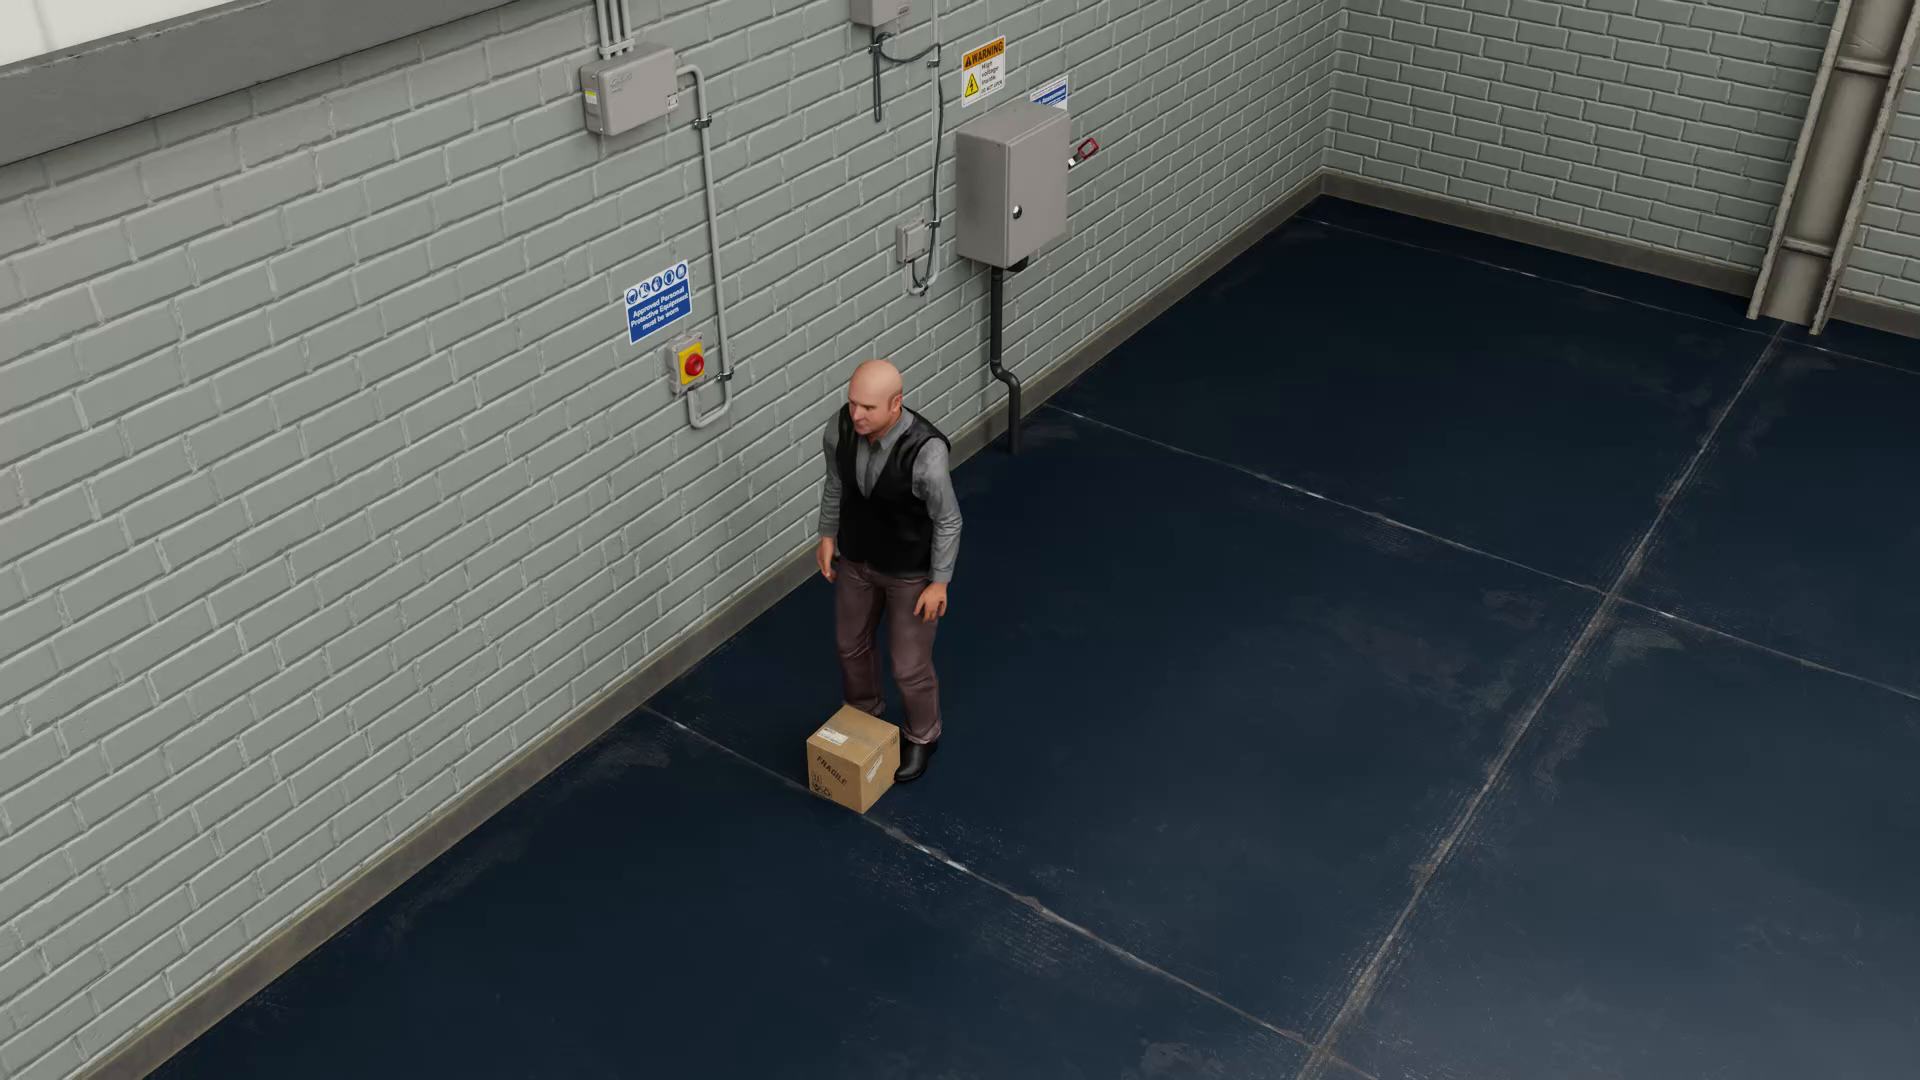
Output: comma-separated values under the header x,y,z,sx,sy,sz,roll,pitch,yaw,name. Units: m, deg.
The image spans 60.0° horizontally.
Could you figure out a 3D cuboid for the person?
x,y,z,sx,sy,sz,roll,pitch,yaw,name
-0.250,0.083,6.042,0.580,1.721,0.416,22,40,28,person
